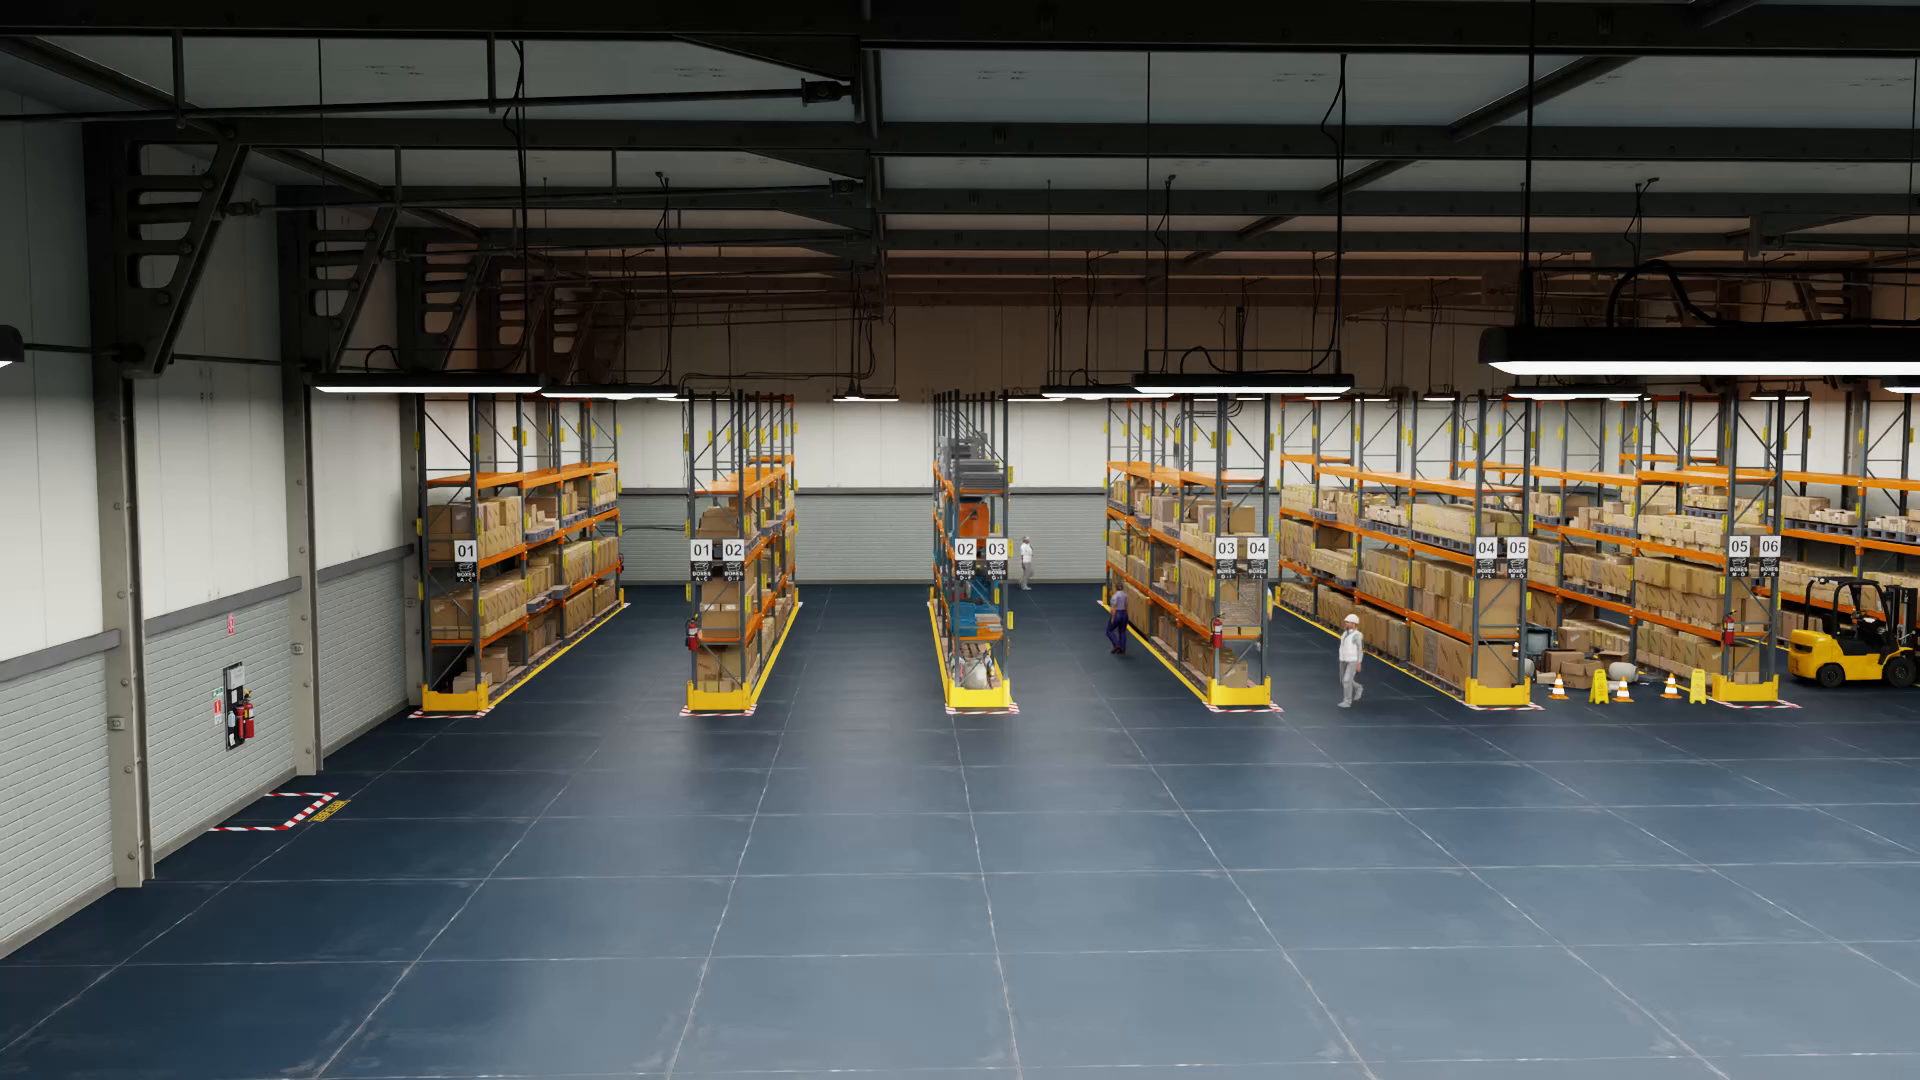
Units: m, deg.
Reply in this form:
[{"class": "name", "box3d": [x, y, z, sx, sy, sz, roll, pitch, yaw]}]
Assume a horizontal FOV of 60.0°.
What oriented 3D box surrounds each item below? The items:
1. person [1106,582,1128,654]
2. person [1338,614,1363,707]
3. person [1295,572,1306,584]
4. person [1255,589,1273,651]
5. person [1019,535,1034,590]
[{"class": "person", "box3d": [3.652, 1.789, 38.176, 0.536, 1.648, 0.453, -3, 6, -36]}, {"class": "person", "box3d": [7.442, 2.272, 31.477, 0.820, 1.750, 0.536, -3, 6, -33]}, {"class": "person", "box3d": [10.485, 0.727, 50.801, 0.498, 1.661, 0.575, 4, 6, 43]}, {"class": "person", "box3d": [7.004, 1.694, 38.673, 0.534, 1.706, 1.084, 0, 5, 0]}, {"class": "person", "box3d": [2.034, 0.690, 51.231, 0.450, 1.676, 0.442, 2, 5, 20]}]
